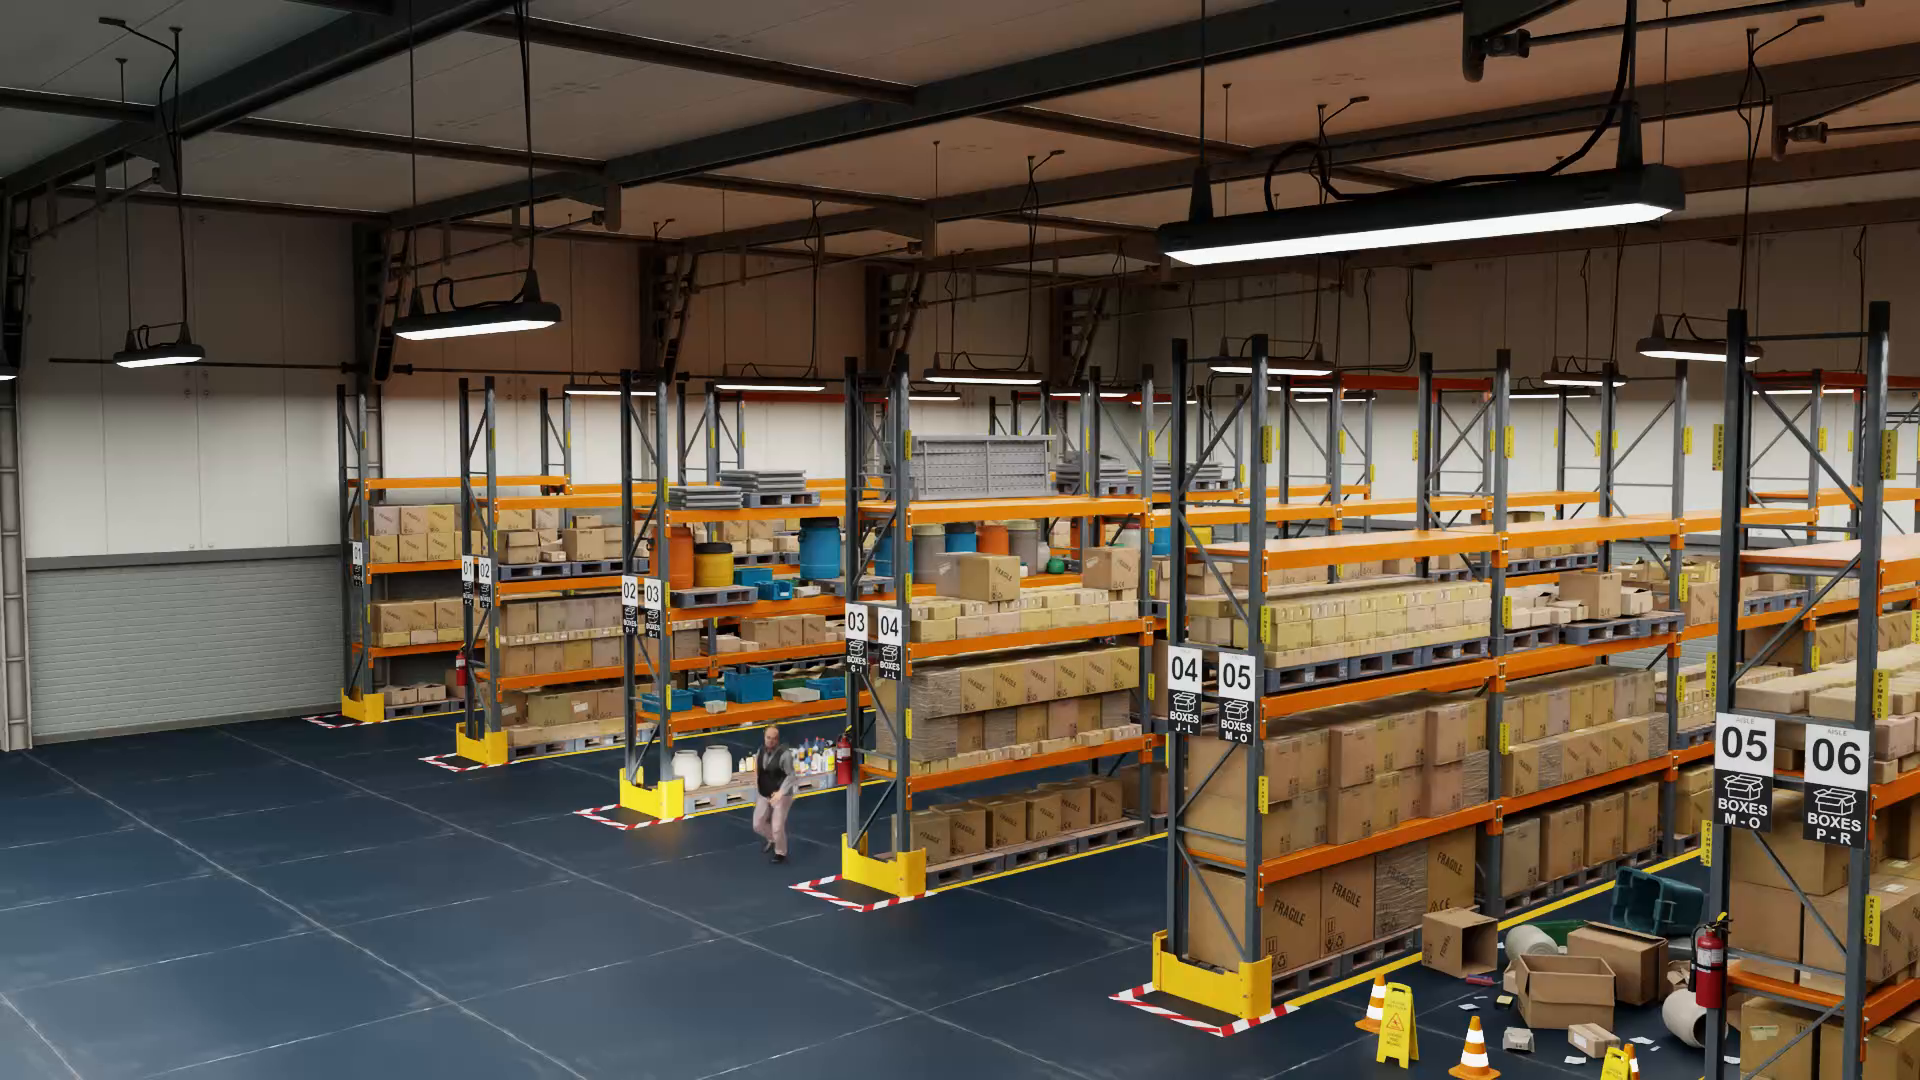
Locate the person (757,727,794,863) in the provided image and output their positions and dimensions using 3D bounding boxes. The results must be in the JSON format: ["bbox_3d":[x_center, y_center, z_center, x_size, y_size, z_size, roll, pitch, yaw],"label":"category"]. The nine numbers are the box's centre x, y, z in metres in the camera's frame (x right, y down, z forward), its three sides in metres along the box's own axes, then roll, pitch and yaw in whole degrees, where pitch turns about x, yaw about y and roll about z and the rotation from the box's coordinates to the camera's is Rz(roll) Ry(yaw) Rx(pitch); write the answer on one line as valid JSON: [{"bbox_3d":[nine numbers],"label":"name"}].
[{"bbox_3d":[-2.222,3.026,19.721,0.640,1.659,0.773,2,4,26],"label":"person"}]
